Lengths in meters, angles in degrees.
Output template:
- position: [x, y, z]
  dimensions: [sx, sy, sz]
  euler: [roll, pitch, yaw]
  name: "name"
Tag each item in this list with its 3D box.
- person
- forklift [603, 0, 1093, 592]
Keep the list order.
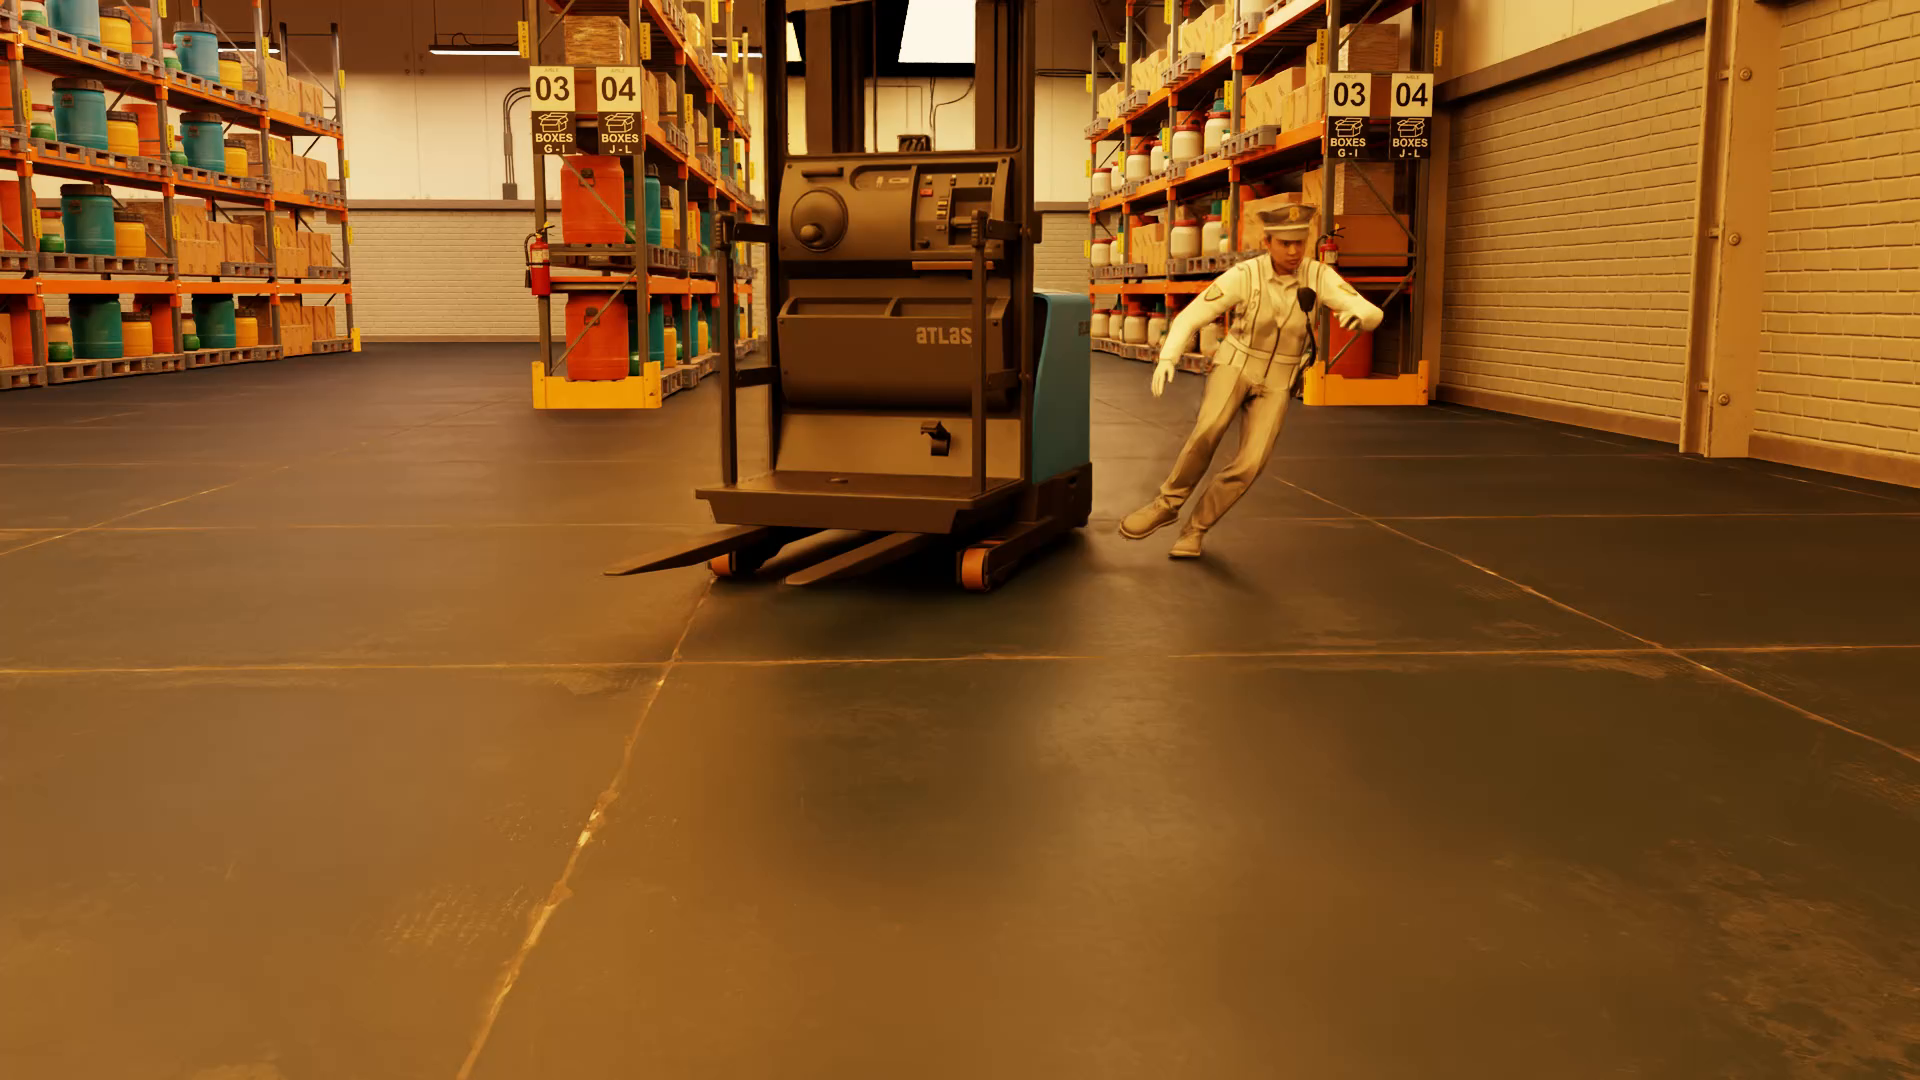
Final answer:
- position: [1.147, -0.616, 6.620]
  dimensions: [0.991, 1.428, 0.858]
  euler: [-1, 9, -8]
  name: "person"
- position: [-0.323, -1.325, 6.257]
  dimensions: [1.130, 2.935, 3.031]
  euler: [3, 9, 17]
  name: "forklift"
